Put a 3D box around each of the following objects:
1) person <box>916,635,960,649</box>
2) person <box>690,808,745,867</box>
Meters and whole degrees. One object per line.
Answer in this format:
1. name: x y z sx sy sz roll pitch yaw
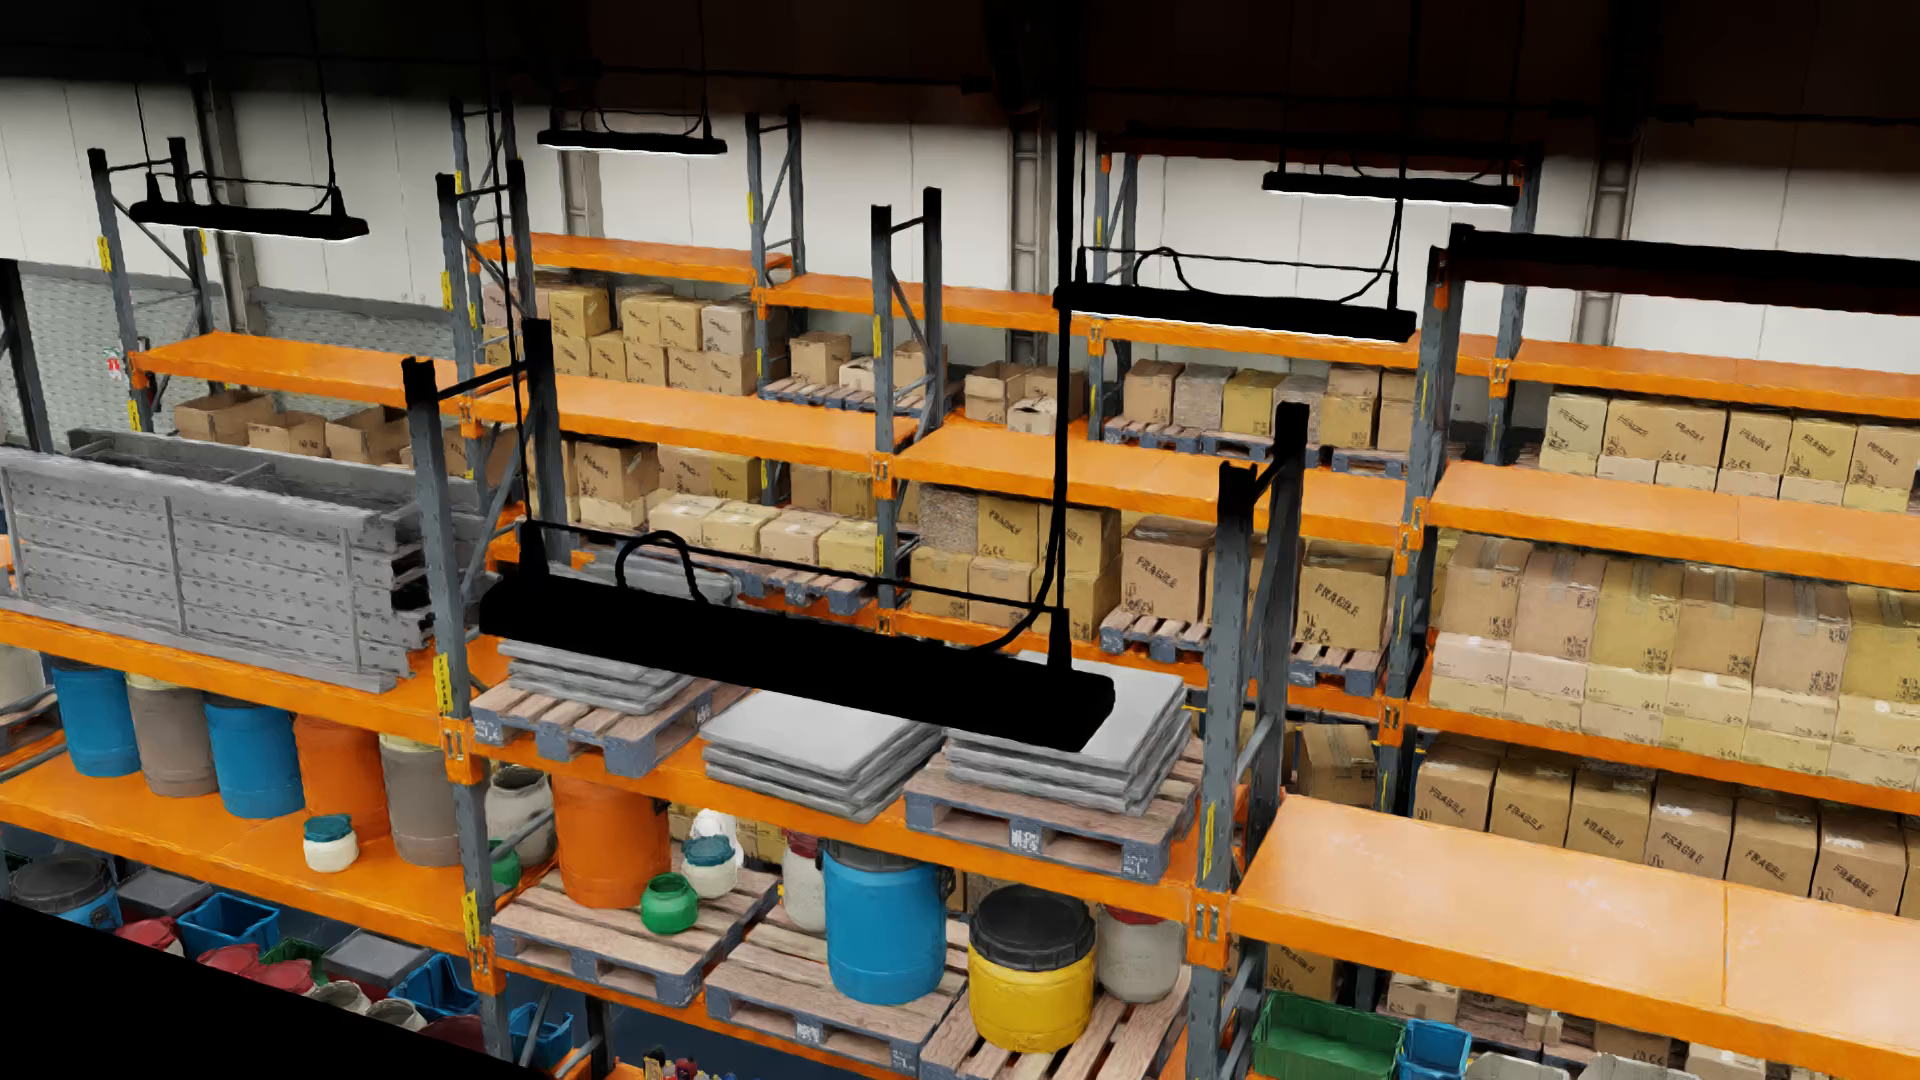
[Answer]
1. person: -0.226 1.016 17.641 0.995 1.621 0.480 5 21 14
2. person: -1.967 2.595 13.329 1.035 1.708 0.571 5 21 14
